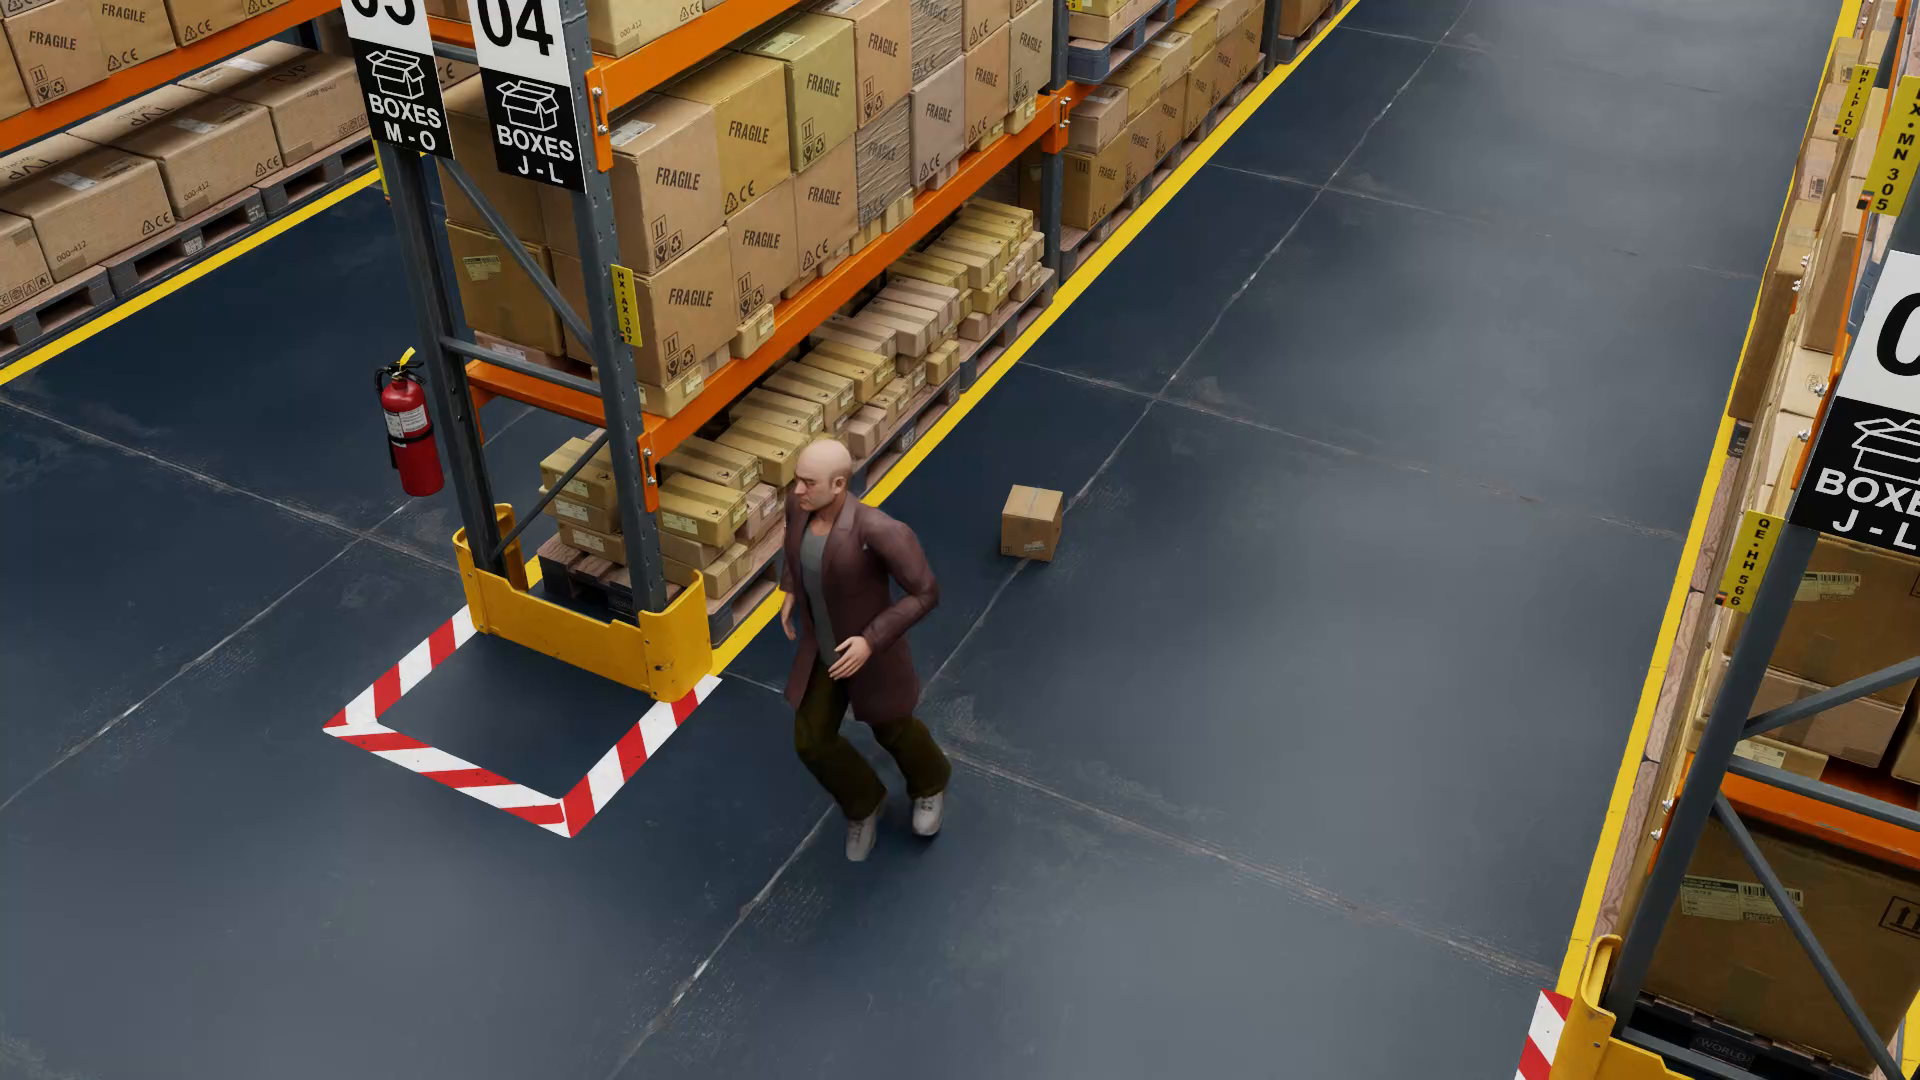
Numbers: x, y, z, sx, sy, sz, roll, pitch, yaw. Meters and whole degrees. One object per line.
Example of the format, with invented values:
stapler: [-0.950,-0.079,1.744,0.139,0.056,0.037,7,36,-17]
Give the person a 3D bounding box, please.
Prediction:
person: [-0.419,0.401,6.296,0.790,1.813,0.611,24,43,28]
